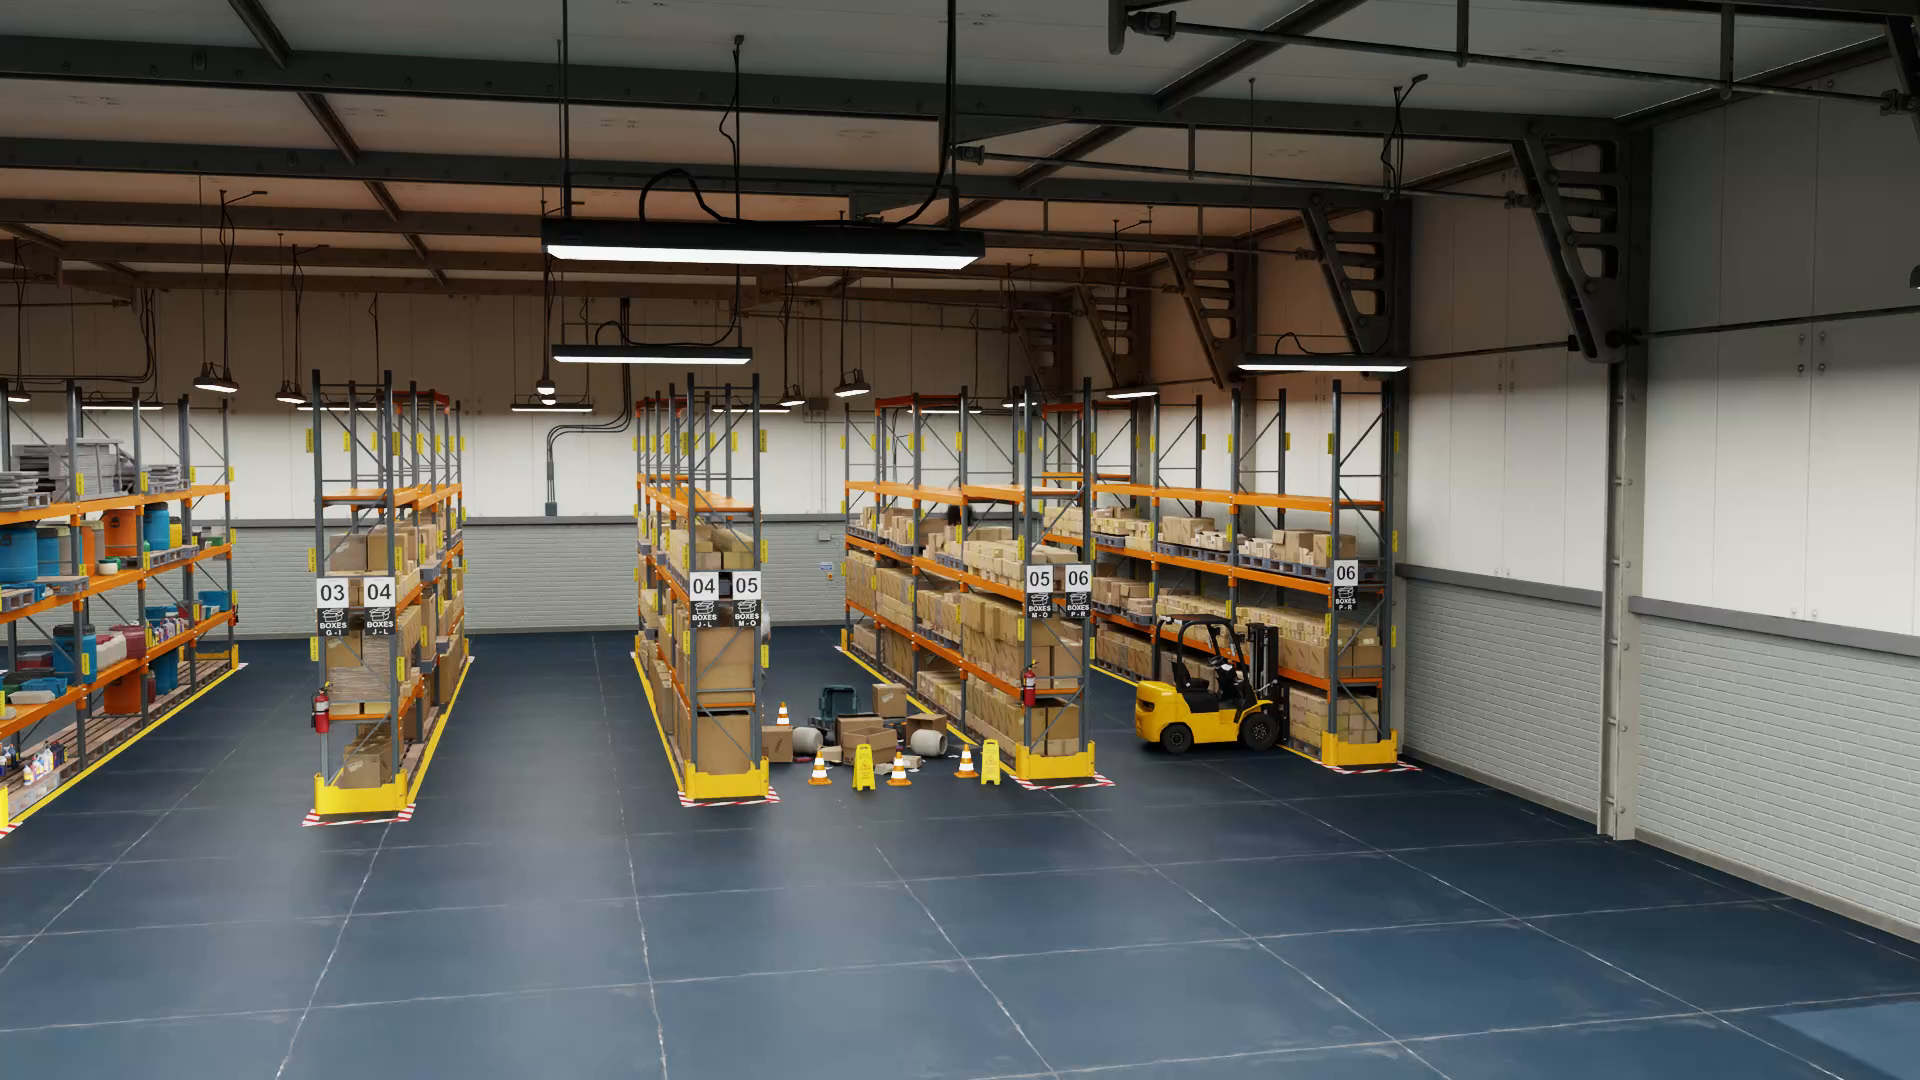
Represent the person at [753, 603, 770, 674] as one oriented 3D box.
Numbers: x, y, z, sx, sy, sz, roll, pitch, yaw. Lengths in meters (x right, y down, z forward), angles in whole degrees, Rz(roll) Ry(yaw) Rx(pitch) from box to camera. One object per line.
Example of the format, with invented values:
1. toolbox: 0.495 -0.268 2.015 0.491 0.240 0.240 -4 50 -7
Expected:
1. person: -4.455 2.104 35.993 0.666 1.620 1.111 0 3 7
